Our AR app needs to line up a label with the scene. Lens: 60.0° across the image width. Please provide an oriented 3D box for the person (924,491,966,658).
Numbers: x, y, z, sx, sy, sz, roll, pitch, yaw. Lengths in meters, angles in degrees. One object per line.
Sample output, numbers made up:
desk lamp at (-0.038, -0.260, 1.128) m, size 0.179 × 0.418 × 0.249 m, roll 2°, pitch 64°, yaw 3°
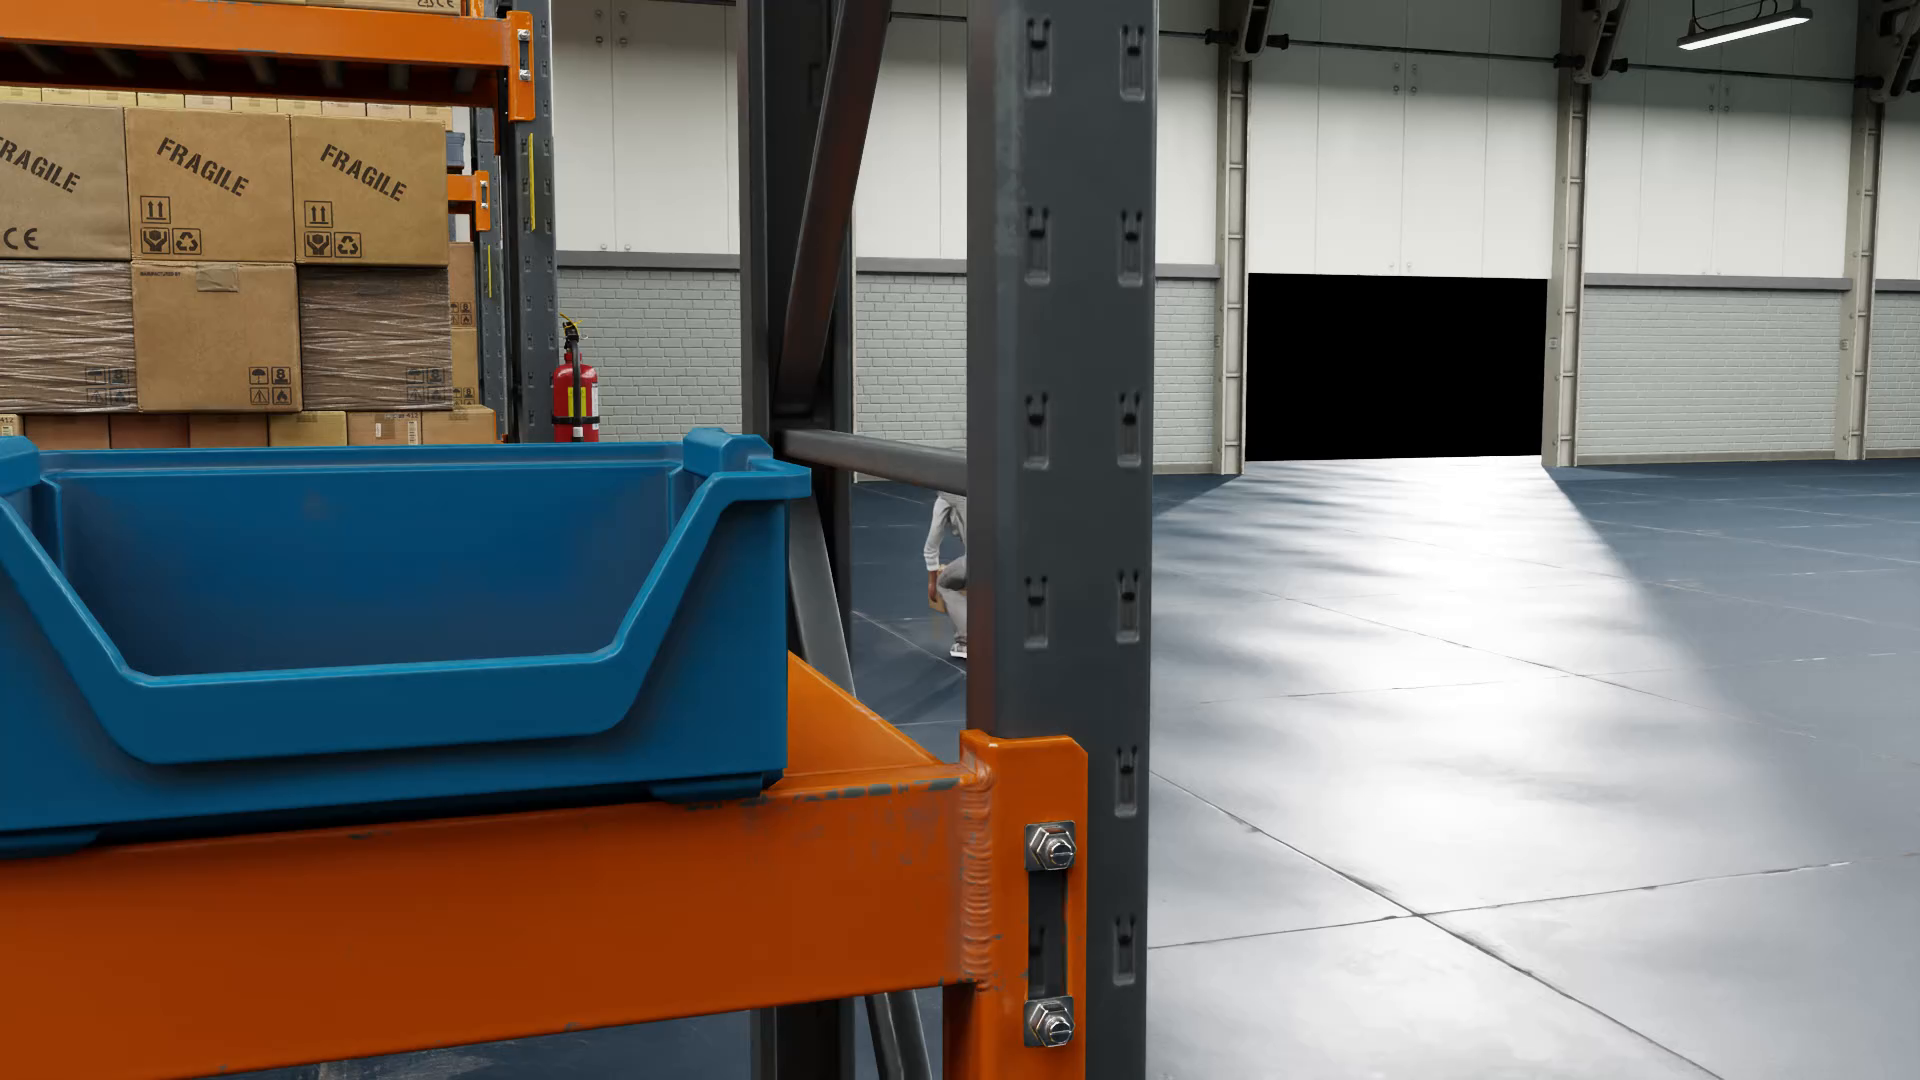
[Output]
person at (0.078, 0.134, 9.249) m, size 0.456 × 1.025 × 0.757 m, roll -2°, pitch 6°, yaw -19°
